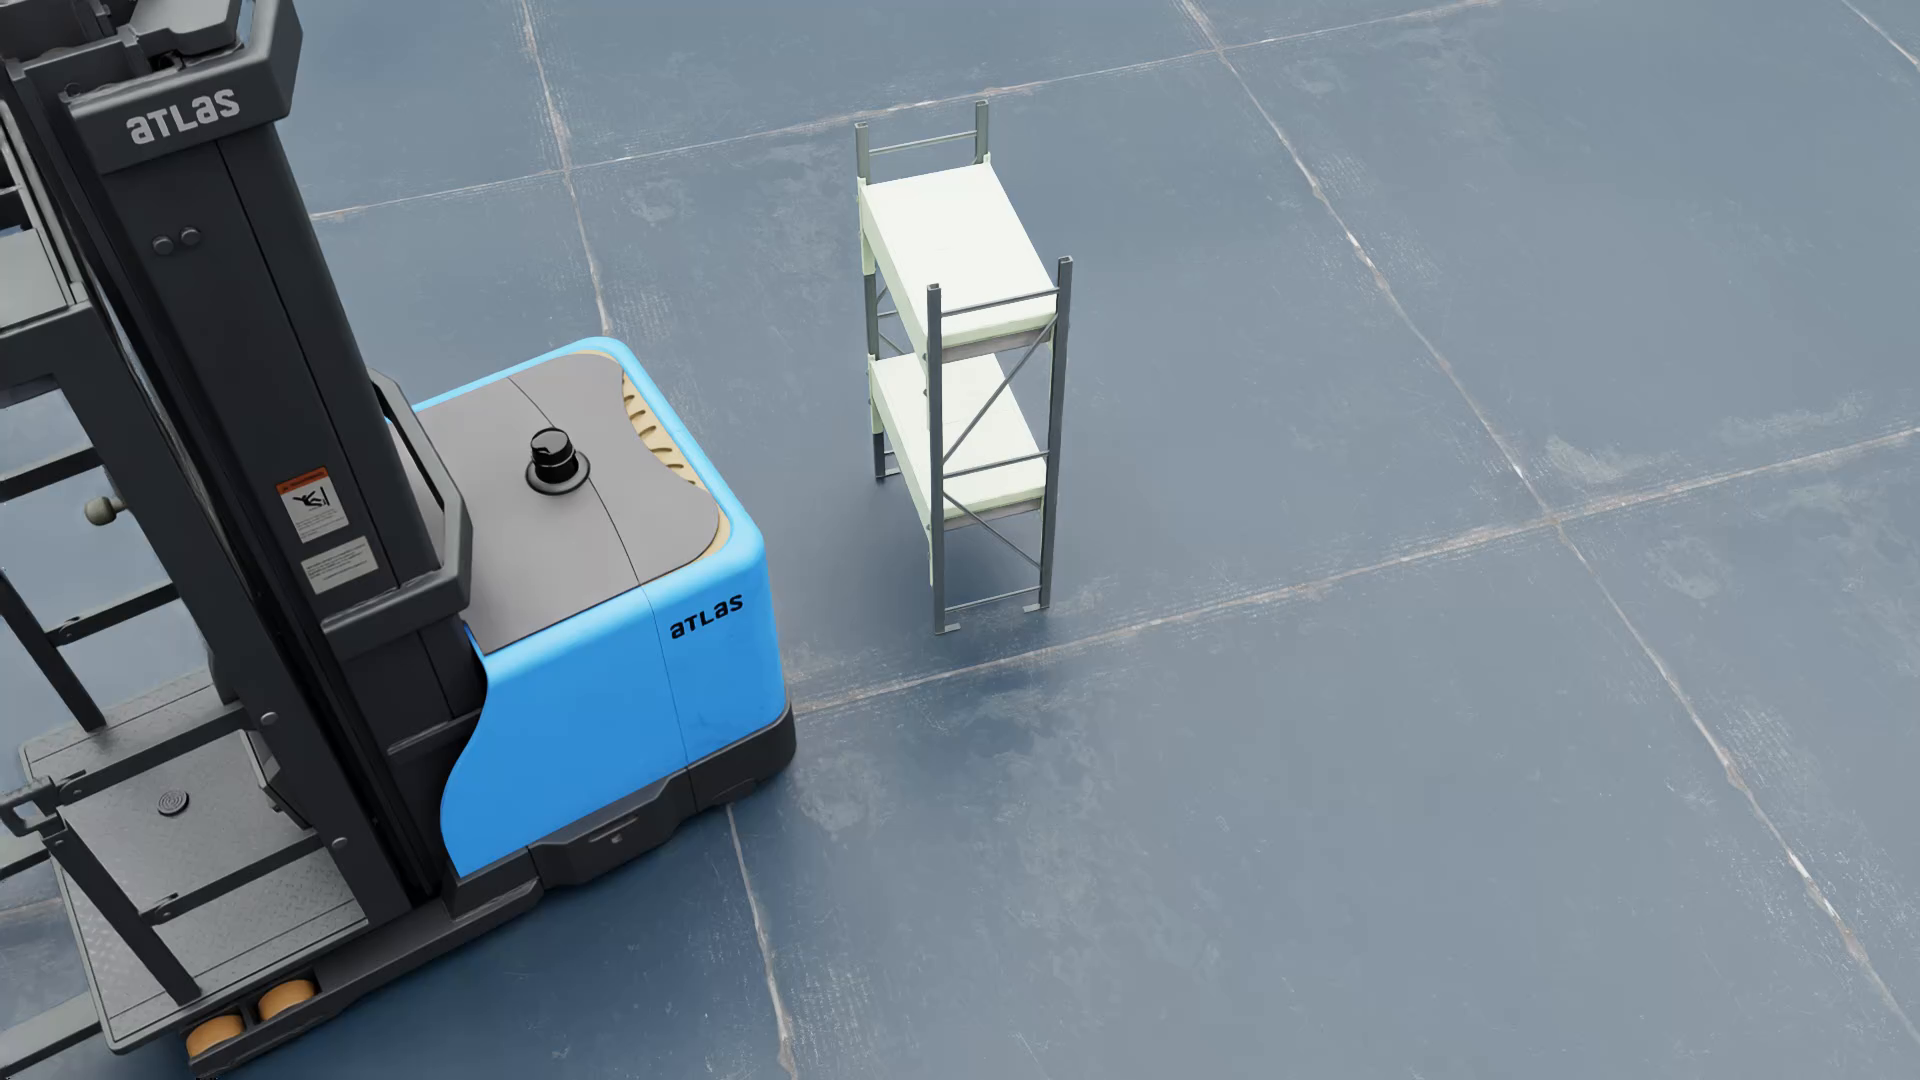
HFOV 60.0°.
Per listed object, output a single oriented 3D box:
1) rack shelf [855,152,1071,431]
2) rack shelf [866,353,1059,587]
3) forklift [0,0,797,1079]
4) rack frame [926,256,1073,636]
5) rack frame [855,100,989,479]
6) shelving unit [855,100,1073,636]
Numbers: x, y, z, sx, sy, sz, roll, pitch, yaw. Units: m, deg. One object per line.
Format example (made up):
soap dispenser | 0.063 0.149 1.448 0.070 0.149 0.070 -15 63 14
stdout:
rack shelf | -0.002 -0.740 4.882 0.431 0.370 0.720 -13 51 -11
rack shelf | -0.002 -0.278 5.430 0.431 0.370 0.720 -13 51 -11
forklift | -2.026 0.036 3.803 3.031 2.935 1.130 -25 54 -20
rack frame | 0.106 -0.221 4.955 0.400 1.500 0.023 -13 51 -11
rack frame | -0.110 -0.756 5.406 0.400 1.500 0.023 -13 51 -11
shelving unit | -0.002 -0.488 5.181 0.431 1.500 0.755 -13 51 -11
